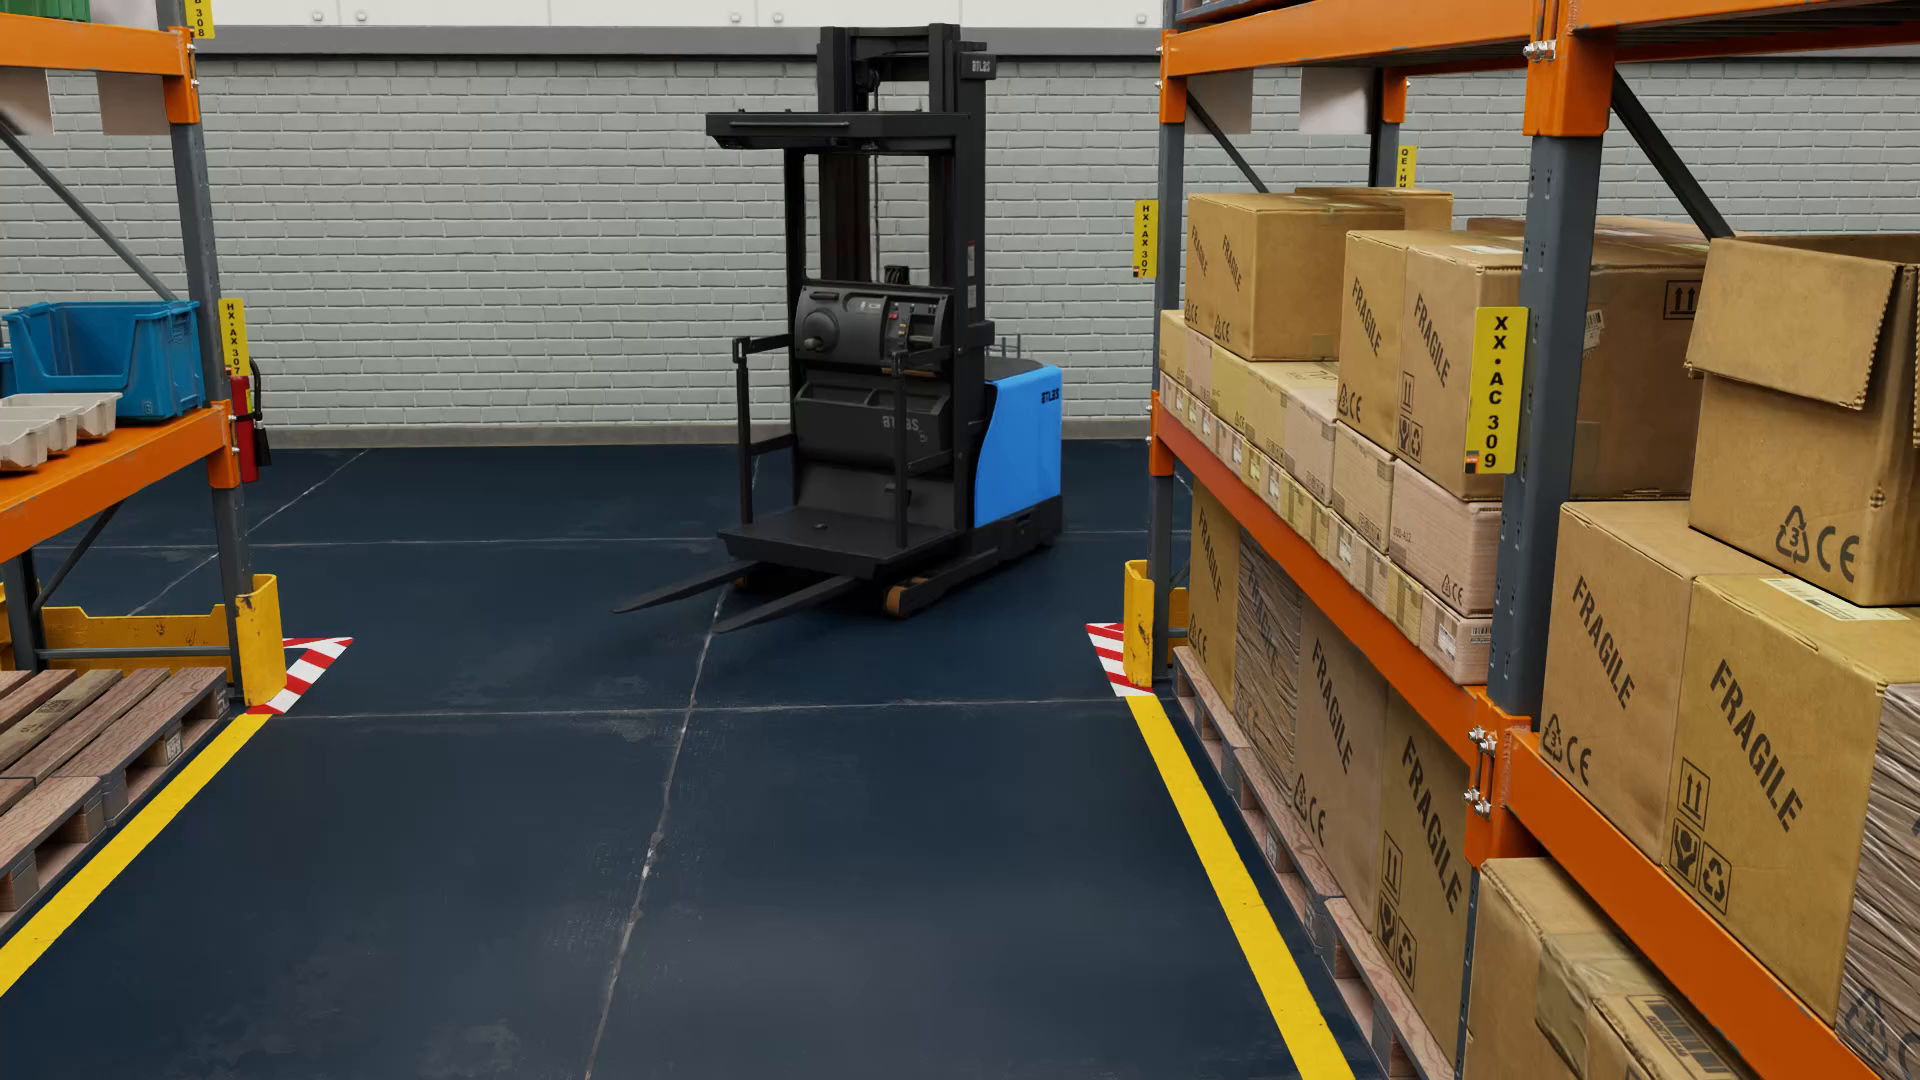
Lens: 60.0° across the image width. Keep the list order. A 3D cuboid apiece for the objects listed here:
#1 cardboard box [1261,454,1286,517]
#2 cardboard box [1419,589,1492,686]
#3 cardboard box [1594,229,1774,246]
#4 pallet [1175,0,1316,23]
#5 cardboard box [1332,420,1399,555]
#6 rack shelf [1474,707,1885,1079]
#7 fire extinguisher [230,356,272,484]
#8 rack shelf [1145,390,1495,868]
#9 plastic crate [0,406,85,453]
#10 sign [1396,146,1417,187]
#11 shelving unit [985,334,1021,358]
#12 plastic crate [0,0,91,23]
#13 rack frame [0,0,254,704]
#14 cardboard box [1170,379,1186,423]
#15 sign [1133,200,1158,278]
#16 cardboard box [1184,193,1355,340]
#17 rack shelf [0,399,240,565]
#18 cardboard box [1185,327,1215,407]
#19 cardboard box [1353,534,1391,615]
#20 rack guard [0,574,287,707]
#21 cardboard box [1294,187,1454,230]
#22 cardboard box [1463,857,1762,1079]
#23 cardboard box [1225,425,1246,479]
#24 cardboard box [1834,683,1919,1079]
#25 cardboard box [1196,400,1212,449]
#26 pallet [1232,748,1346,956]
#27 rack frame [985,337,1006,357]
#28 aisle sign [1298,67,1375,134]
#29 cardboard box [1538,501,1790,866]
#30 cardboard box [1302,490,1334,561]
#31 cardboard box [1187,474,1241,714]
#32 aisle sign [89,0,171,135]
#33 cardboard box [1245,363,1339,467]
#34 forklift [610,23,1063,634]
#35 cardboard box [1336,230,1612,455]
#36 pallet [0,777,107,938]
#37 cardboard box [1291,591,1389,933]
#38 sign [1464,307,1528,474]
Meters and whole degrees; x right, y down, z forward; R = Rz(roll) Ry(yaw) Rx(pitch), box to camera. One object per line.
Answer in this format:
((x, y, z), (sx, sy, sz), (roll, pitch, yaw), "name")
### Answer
((1.155, -0.173, 5.182), (0.380, 0.149, 0.250), (-1, 14, -3), "cardboard box")
((1.250, 0.210, 3.694), (0.380, 0.149, 0.250), (-1, 14, -3), "cardboard box")
((1.798, -0.521, 4.230), (0.500, 0.500, 0.500), (-1, 14, -3), "cardboard box")
((1.404, -2.061, 6.174), (1.003, 0.211, 1.213), (-1, 14, -3), "pallet")
((1.272, -0.146, 4.280), (0.500, 0.250, 0.500), (0, 14, -2), "cardboard box")
((1.719, 1.005, 1.544), (1.077, 0.370, 4.000), (-1, 14, -3), "rack shelf")
((-3.152, -0.585, 7.186), (0.296, 0.674, 0.183), (-1, 14, -3), "fire extinguisher")
((1.472, 0.010, 5.410), (1.077, 0.370, 4.000), (-1, 14, -3), "rack shelf")
((-3.361, -0.388, 5.923), (0.396, 0.136, 0.243), (-1, 14, -3), "plastic crate")
((1.890, -1.516, 7.099), (0.100, 0.325, 0.005), (-1, 14, -3), "sign")
((0.216, -0.663, 10.194), (0.258, 1.200, 0.189), (9, 17, 30), "shelving unit")
((-3.250, -1.868, 5.673), (0.450, 0.188, 0.336), (-1, 14, -3), "plastic crate")
((-3.596, -0.759, 6.956), (1.000, 3.000, 0.127), (-1, 14, -3), "rack frame")
((1.058, -0.557, 6.674), (0.380, 0.149, 0.250), (-1, 14, -4), "cardboard box")
((0.793, -1.286, 7.108), (0.100, 0.325, 0.005), (-1, 14, -3), "sign")
((1.139, -1.022, 6.178), (0.500, 0.500, 0.500), (-1, 14, -5), "cardboard box")
((-3.472, 0.087, 5.113), (1.077, 0.370, 4.000), (-1, 14, -3), "rack shelf")
((1.147, -0.654, 6.253), (0.500, 0.250, 0.500), (-1, 14, -4), "cardboard box")
((1.218, 0.082, 4.191), (0.380, 0.149, 0.250), (-1, 14, -4), "cardboard box")
((-3.610, 0.446, 7.290), (1.175, 0.500, 0.348), (-1, 14, -3), "rack guard")
((1.640, -1.153, 6.687), (0.500, 0.500, 0.500), (-1, 14, -3), "cardboard box")
((1.655, 1.144, 2.982), (1.225, 0.875, 0.875), (-1, 14, -3), "cardboard box")
((1.122, -0.301, 5.679), (0.380, 0.149, 0.250), (-1, 14, -4), "cardboard box")
((1.437, 0.479, 1.945), (0.500, 0.500, 0.500), (-1, 14, -5), "cardboard box")
((1.091, -0.428, 6.175), (0.380, 0.149, 0.250), (-1, 14, -4), "cardboard box")
((1.548, 1.015, 5.656), (1.003, 0.211, 1.213), (-1, 14, -3), "pallet")
((0.168, -0.643, 10.118), (0.240, 1.200, 0.006), (9, 17, 30), "rack frame")
((1.643, -2.117, 7.017), (0.394, 0.787, 0.004), (-1, 14, -3), "aisle sign")
((1.374, 0.229, 2.915), (0.500, 0.500, 0.500), (-1, 14, -3), "cardboard box")
((1.185, -0.046, 4.688), (0.380, 0.149, 0.250), (-1, 14, -2), "cardboard box")
((1.467, 0.148, 6.852), (0.875, 0.875, 0.875), (-1, 14, -3), "cardboard box")
((-3.308, -2.040, 6.720), (0.394, 0.787, 0.004), (-1, 14, -3), "aisle sign")
((1.212, -0.399, 5.263), (0.500, 0.250, 0.500), (-1, 14, -5), "cardboard box")
((-0.583, -1.152, 8.621), (1.130, 2.935, 3.031), (9, 17, 30), "forklift")
((1.273, -0.510, 4.188), (0.500, 0.500, 0.500), (-1, 14, -3), "cardboard box")
((-3.511, 1.100, 5.328), (1.003, 0.211, 1.213), (-1, 14, -3), "pallet")
((1.579, 0.596, 5.112), (0.875, 0.875, 0.875), (-1, 14, -3), "cardboard box")
((1.042, -0.289, 3.235), (0.100, 0.325, 0.005), (-1, 14, -3), "sign")
